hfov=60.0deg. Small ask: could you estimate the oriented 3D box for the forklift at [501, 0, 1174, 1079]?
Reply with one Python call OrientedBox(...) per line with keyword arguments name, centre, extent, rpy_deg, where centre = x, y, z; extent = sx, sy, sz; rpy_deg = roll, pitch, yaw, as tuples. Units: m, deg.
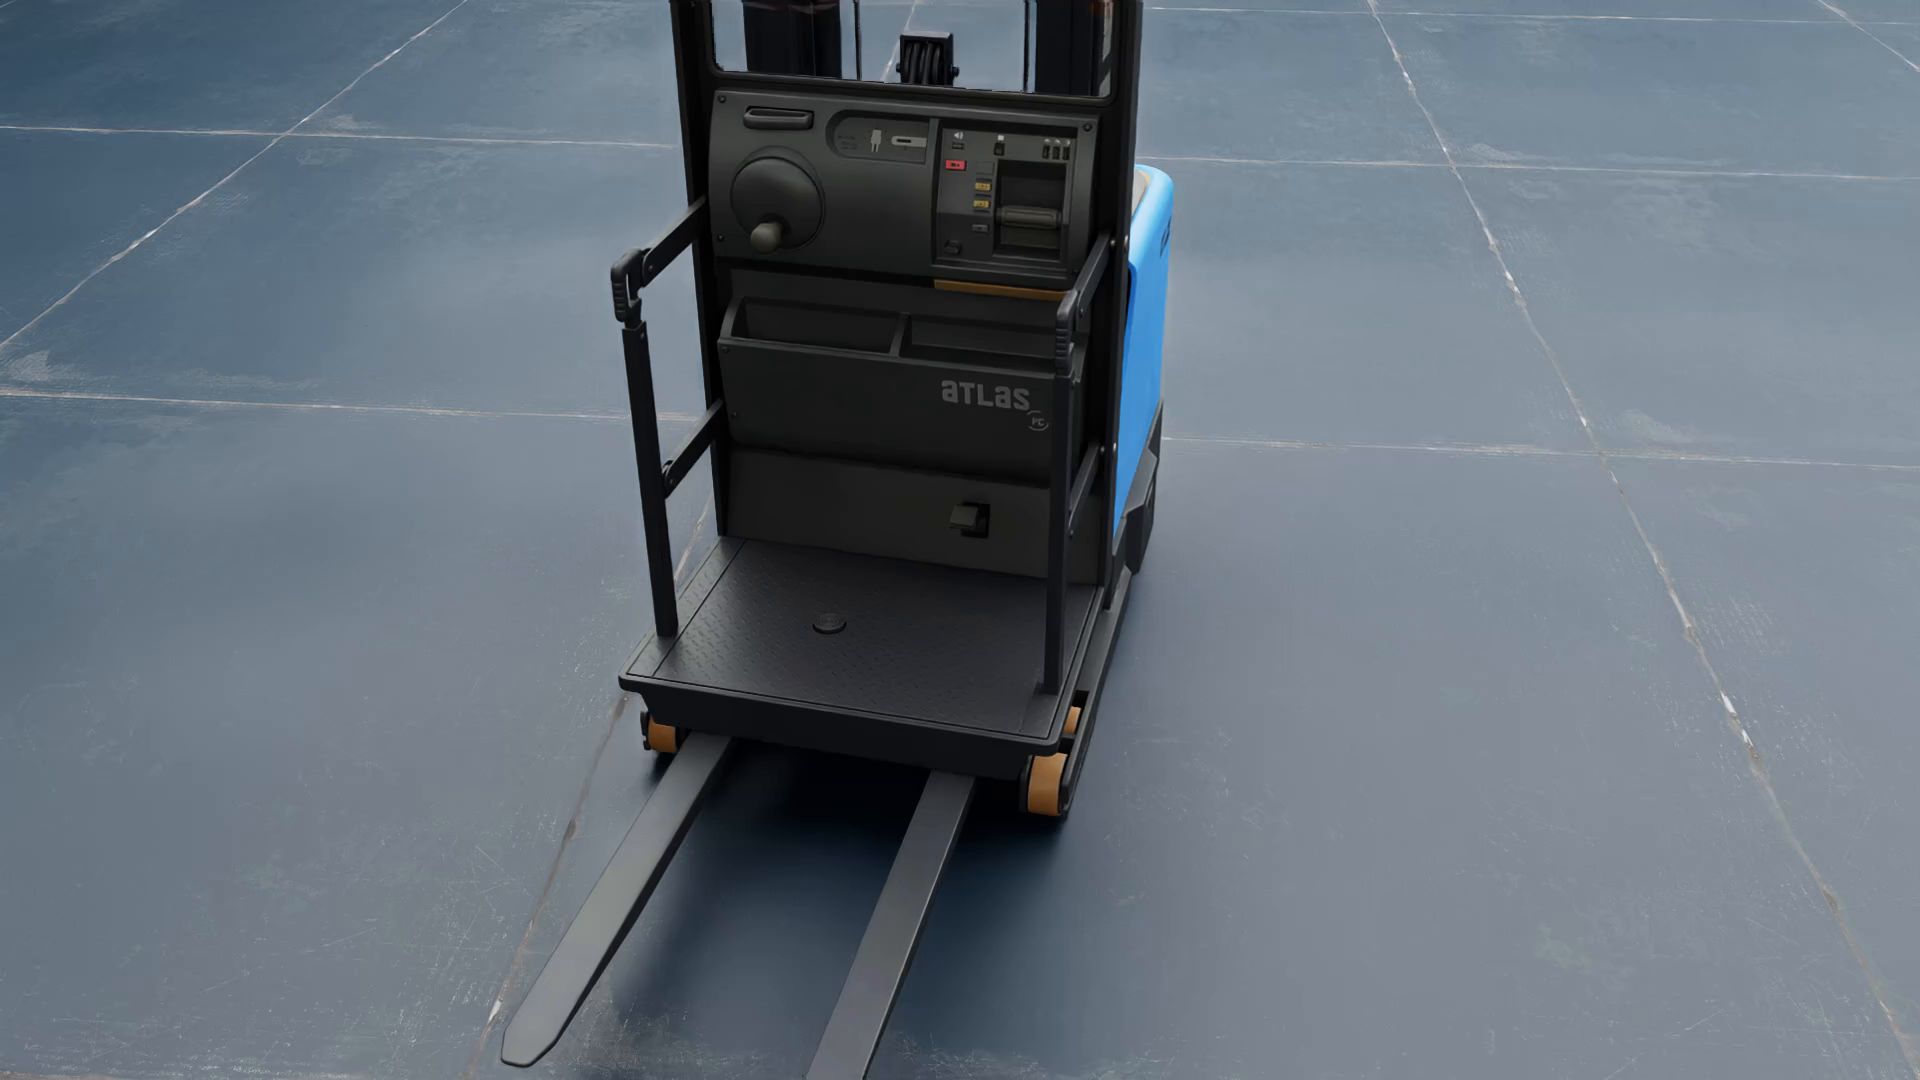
OrientedBox(name="forklift", centre=(-0.194, -0.784, 3.728), extent=(1.130, 2.935, 3.031), rpy_deg=(7, 32, 12))
